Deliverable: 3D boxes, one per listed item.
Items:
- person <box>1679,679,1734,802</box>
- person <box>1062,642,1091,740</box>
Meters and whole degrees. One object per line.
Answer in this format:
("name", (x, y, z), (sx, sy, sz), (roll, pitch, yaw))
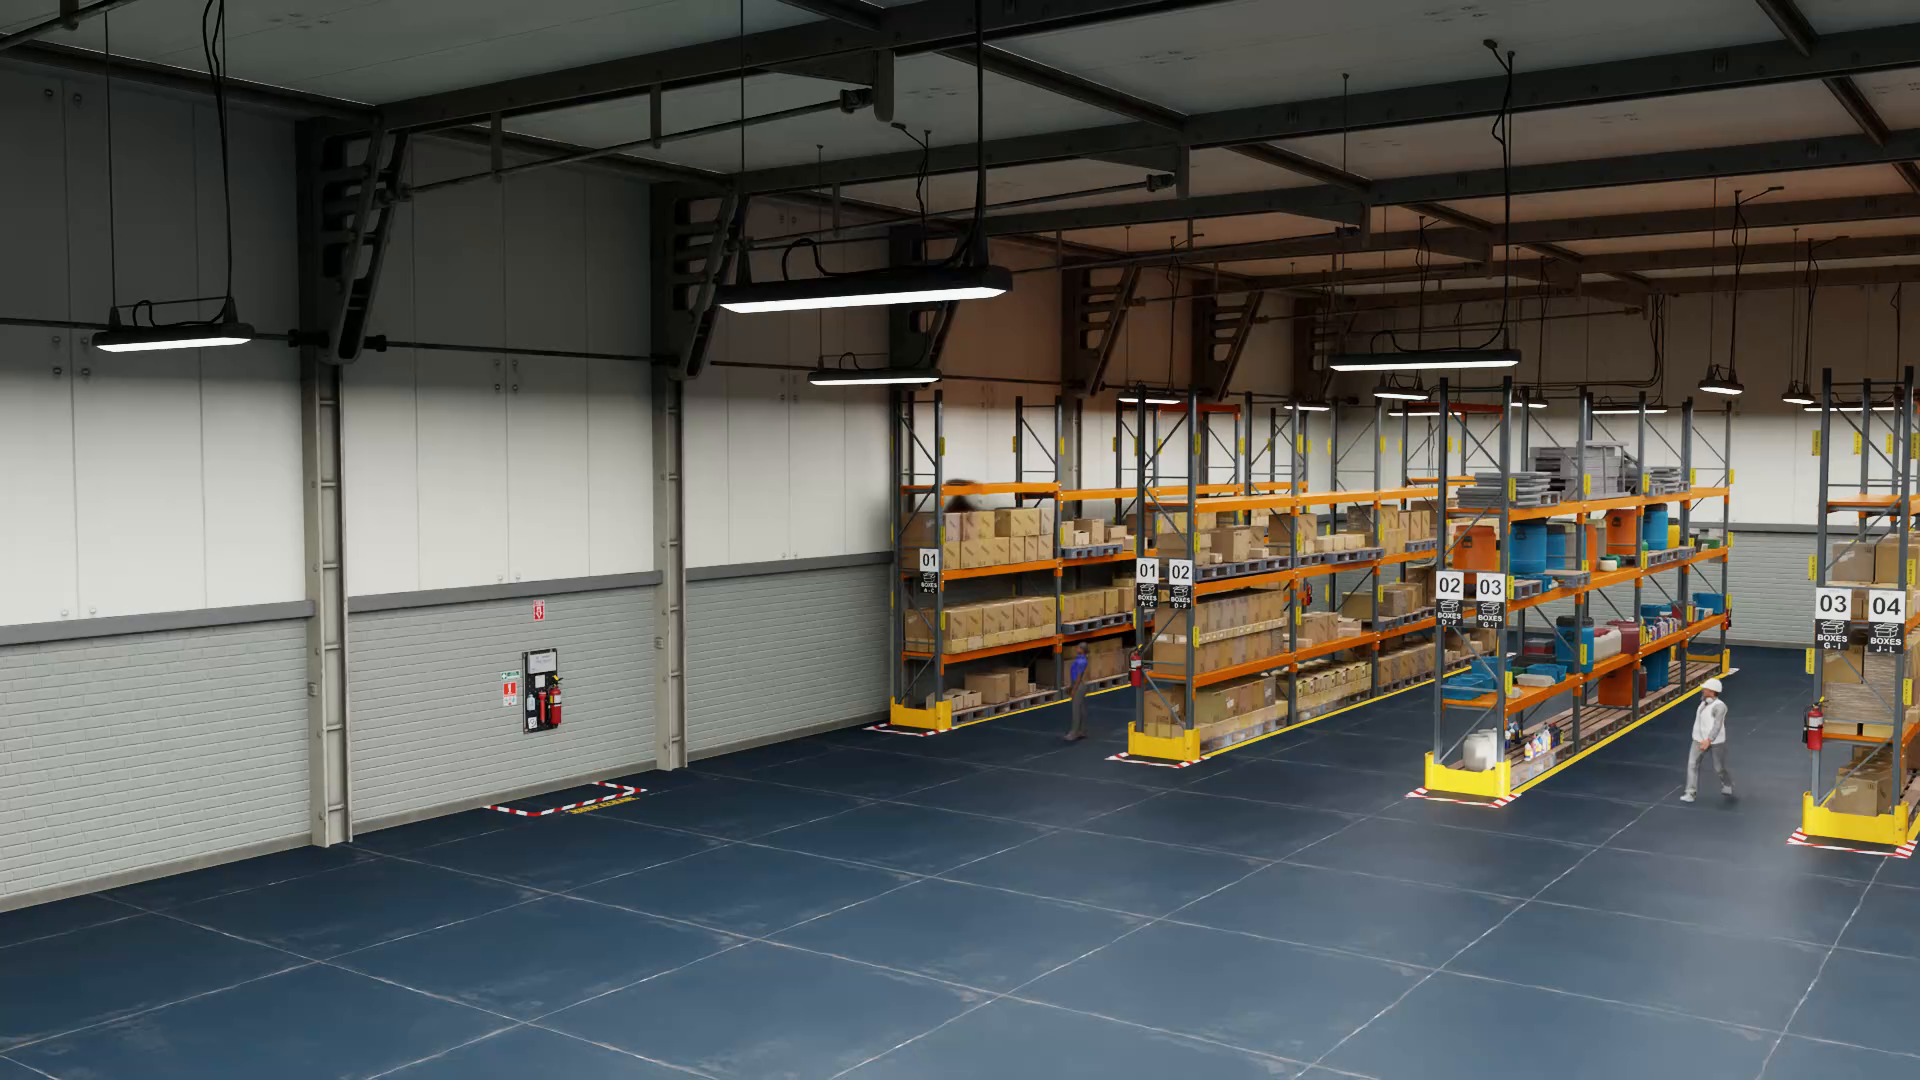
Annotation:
("person", (10.559, 2.813, 23.417), (1.042, 1.727, 0.470), (-3, 4, -38))
("person", (1.976, 2.579, 28.541), (0.518, 1.667, 0.468), (0, 3, -8))
